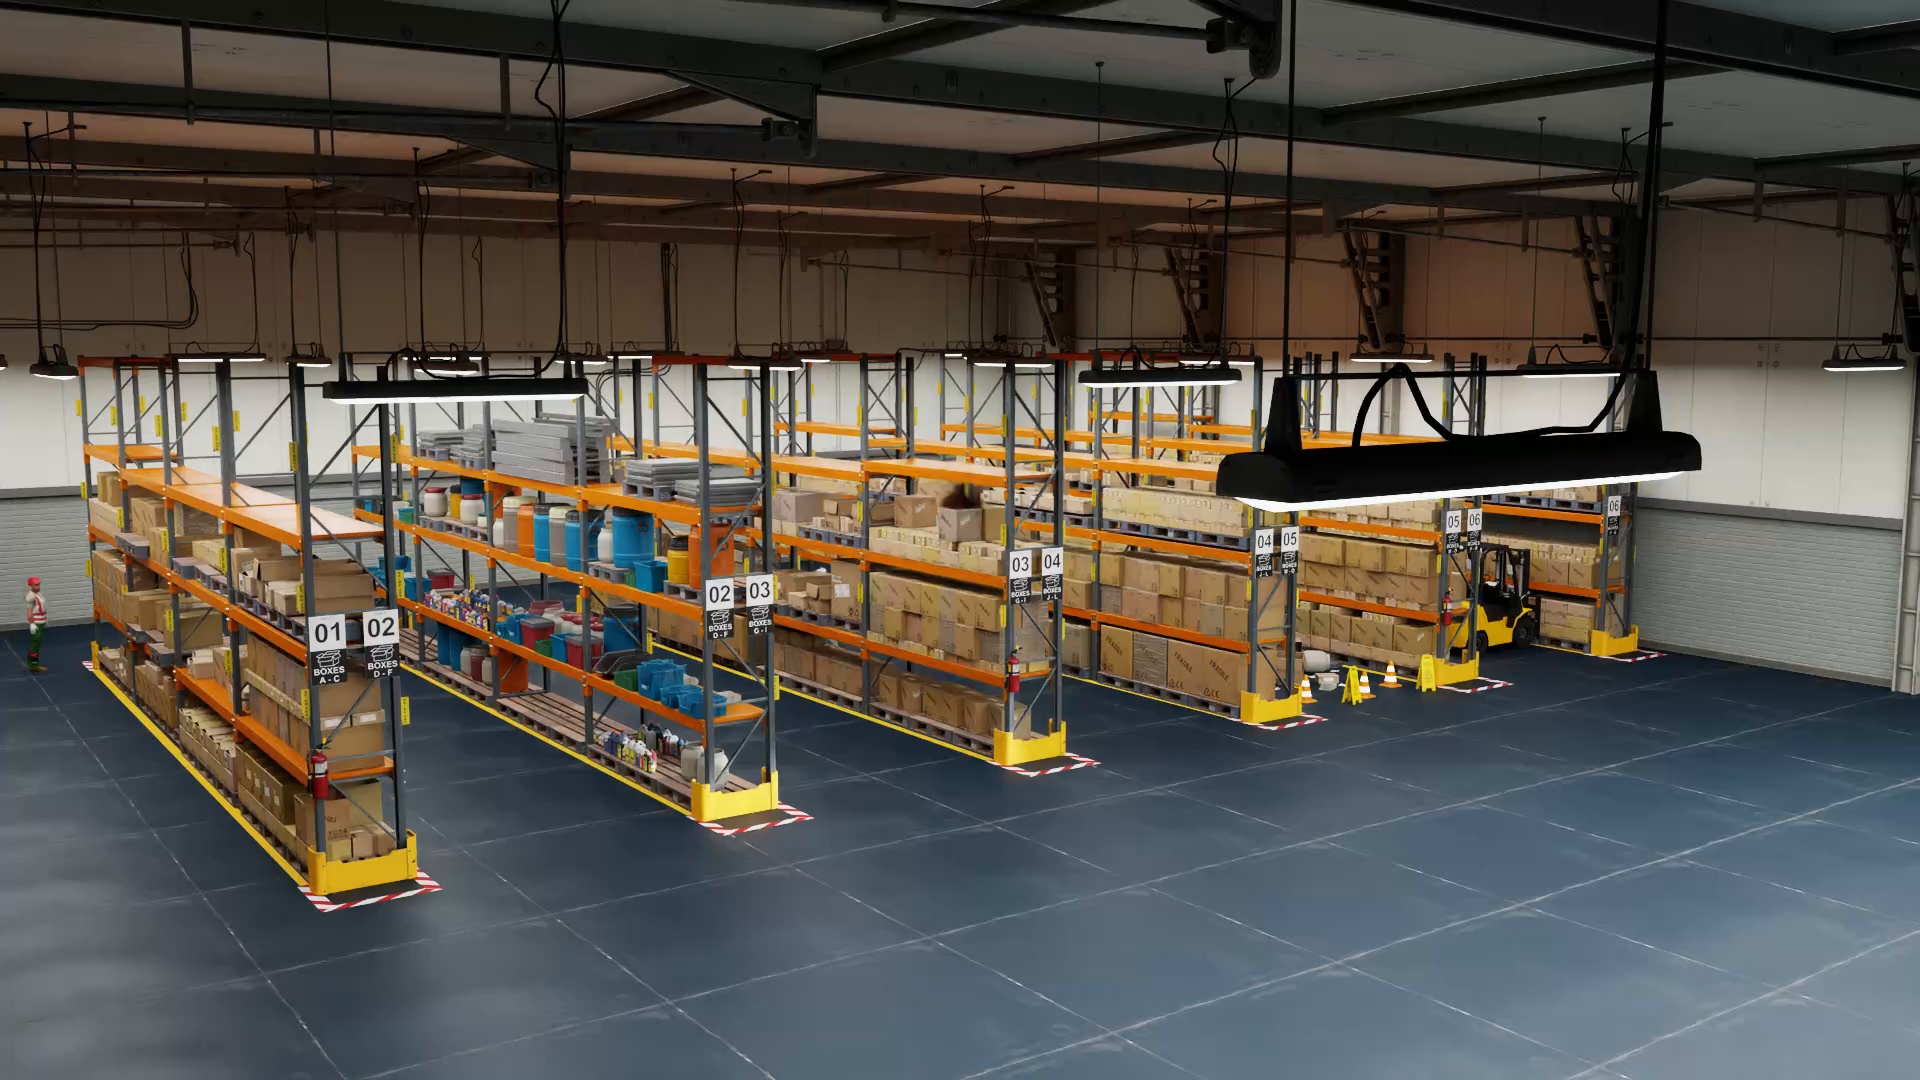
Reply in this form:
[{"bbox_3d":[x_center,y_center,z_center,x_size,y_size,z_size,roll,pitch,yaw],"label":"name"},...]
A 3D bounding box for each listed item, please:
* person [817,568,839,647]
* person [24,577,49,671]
[{"bbox_3d":[-2.698,1.426,33.224,0.623,1.739,0.972,-5,9,-37],"label":"person"},{"bbox_3d":[-17.651,1.596,31.776,0.391,1.806,0.604,-3,8,-24],"label":"person"}]
